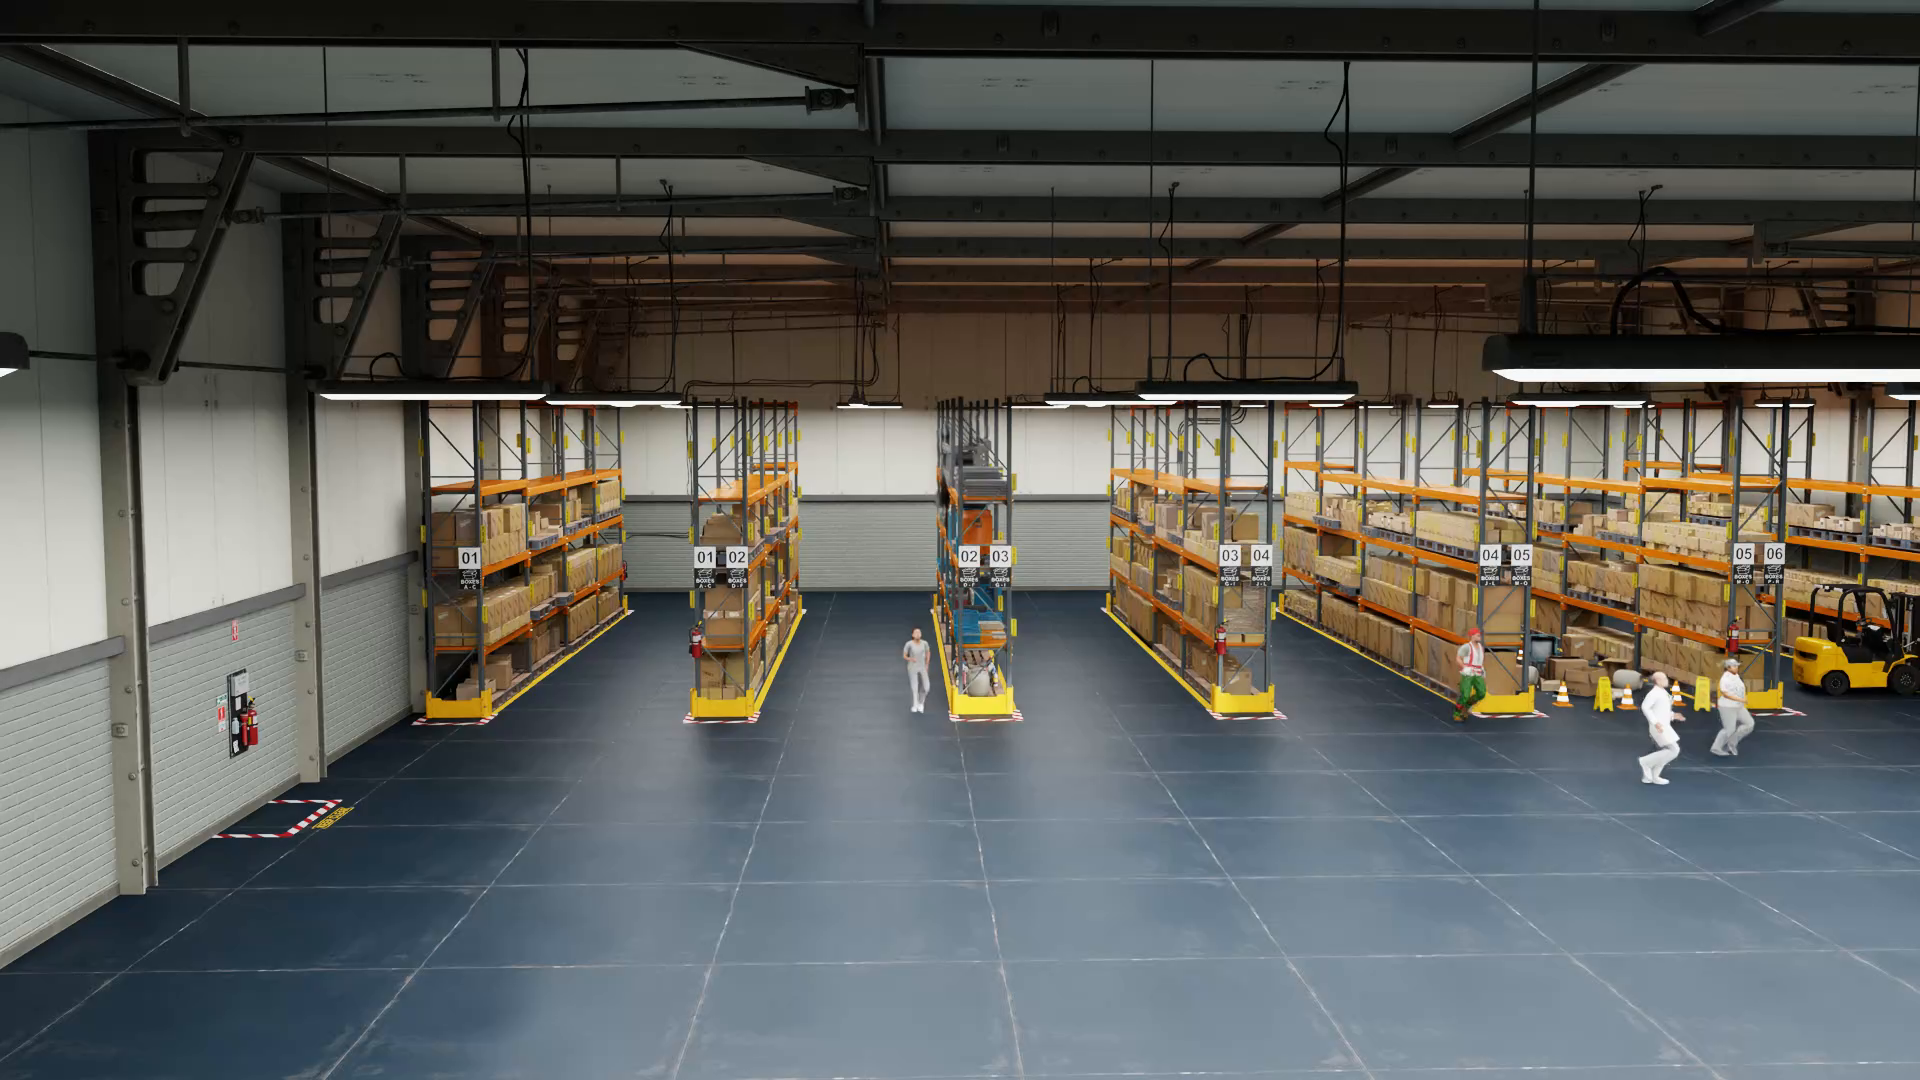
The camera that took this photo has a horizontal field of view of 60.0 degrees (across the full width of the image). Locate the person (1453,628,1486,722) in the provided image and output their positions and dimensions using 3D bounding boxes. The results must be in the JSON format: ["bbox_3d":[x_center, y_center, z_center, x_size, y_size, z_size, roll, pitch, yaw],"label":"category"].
[{"bbox_3d":[9.475,2.487,30.669,0.719,1.719,0.534,-2,5,-24],"label":"person"}]

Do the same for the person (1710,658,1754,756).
[{"bbox_3d":[12.829,2.778,27.602,0.616,1.639,0.628,-4,6,-42],"label":"person"}]

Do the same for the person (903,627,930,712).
[{"bbox_3d":[-0.794,2.464,31.434,0.571,1.639,0.570,-1,5,-16],"label":"person"}]

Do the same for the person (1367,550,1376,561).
[{"bbox_3d":[12.155,1.101,49.163,0.625,1.630,0.617,-1,4,-9],"label":"person"}]

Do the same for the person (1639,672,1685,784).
[{"bbox_3d":[10.769,2.887,25.491,0.628,1.732,0.704,2,5,28],"label":"person"}]
